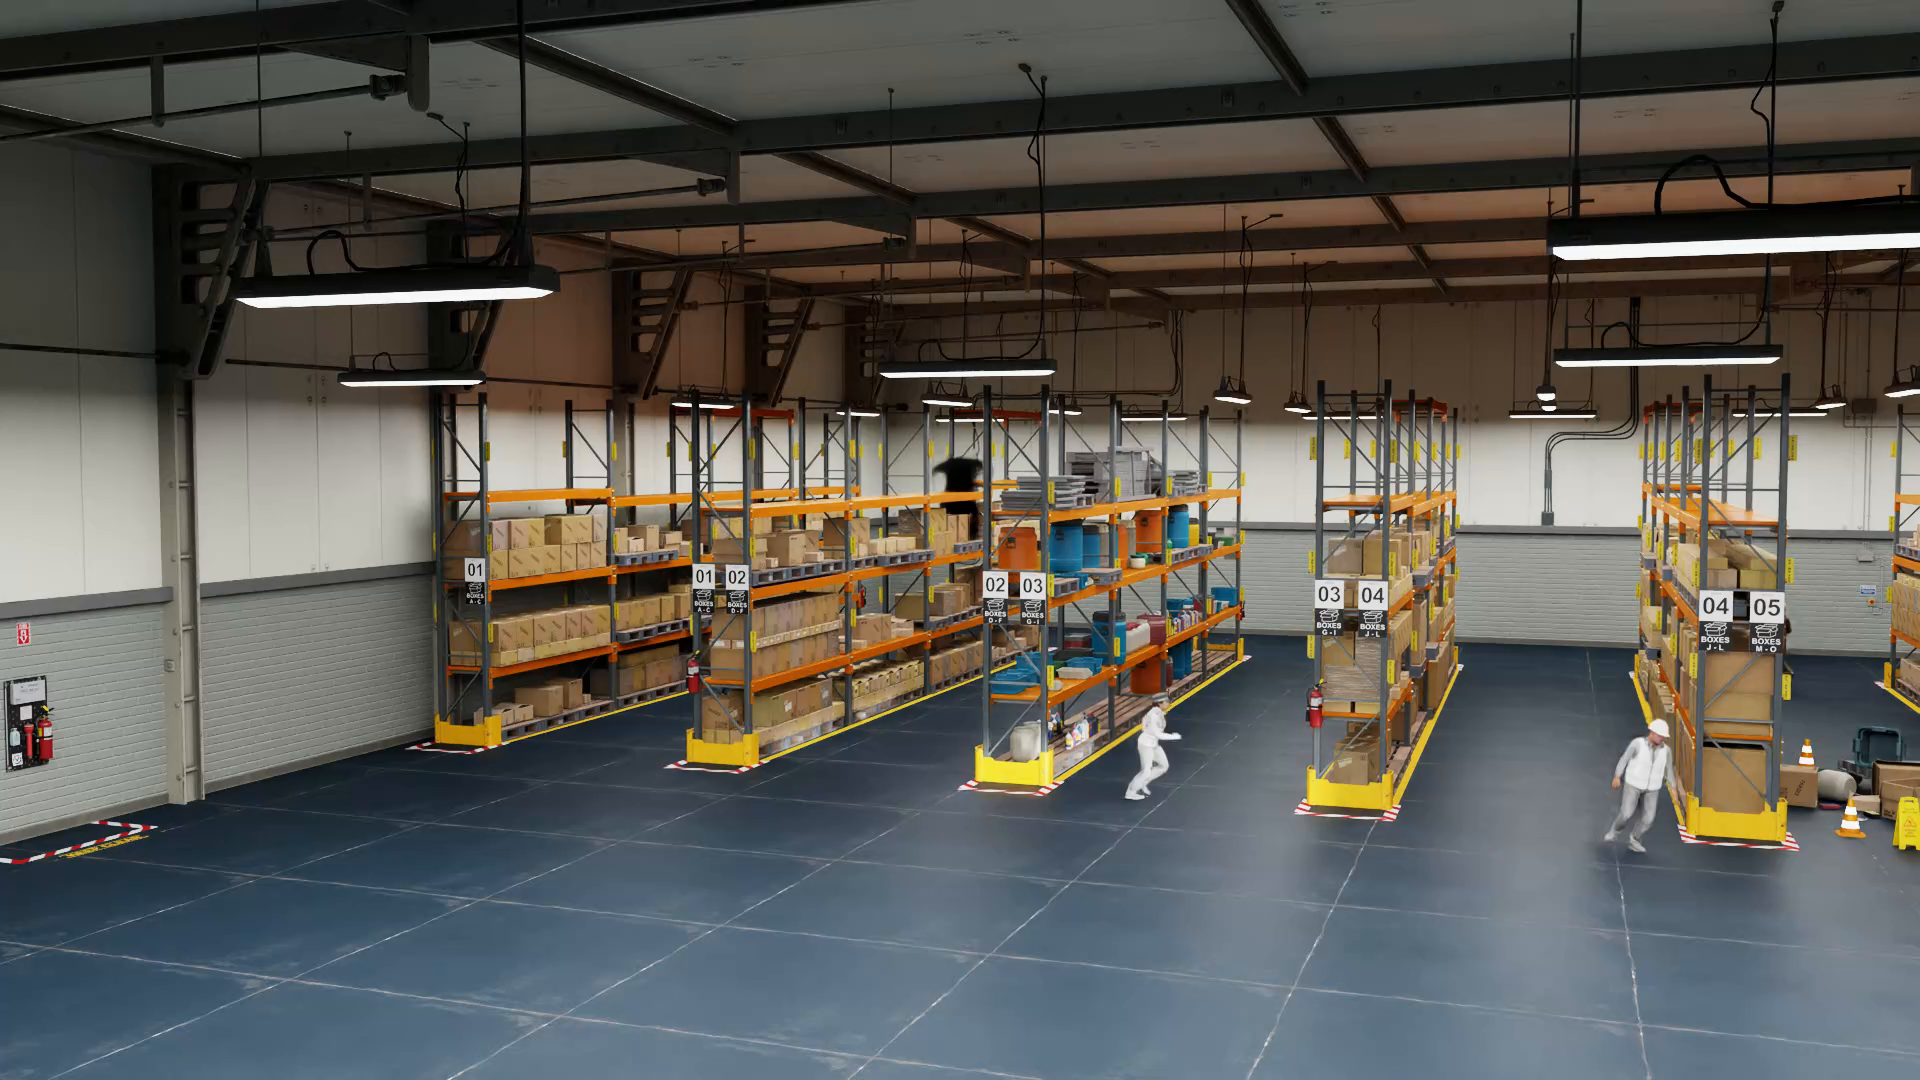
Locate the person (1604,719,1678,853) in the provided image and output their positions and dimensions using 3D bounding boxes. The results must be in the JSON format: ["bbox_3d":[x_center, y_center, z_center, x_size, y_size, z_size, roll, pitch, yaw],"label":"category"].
[{"bbox_3d":[8.483,3.043,20.679,0.779,1.694,0.686,0,3,2],"label":"person"}]

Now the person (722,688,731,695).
[{"bbox_3d":[-4.725,2.462,33.213,0.492,1.559,0.808,-1,3,-14],"label":"person"}]

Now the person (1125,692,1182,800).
[{"bbox_3d":[2.769,2.939,23.801,0.812,1.575,0.594,1,3,17],"label":"person"}]

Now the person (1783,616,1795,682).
[{"bbox_3d":[17.274,2.234,35.165,0.708,1.782,1.047,0,3,-9],"label":"person"}]
